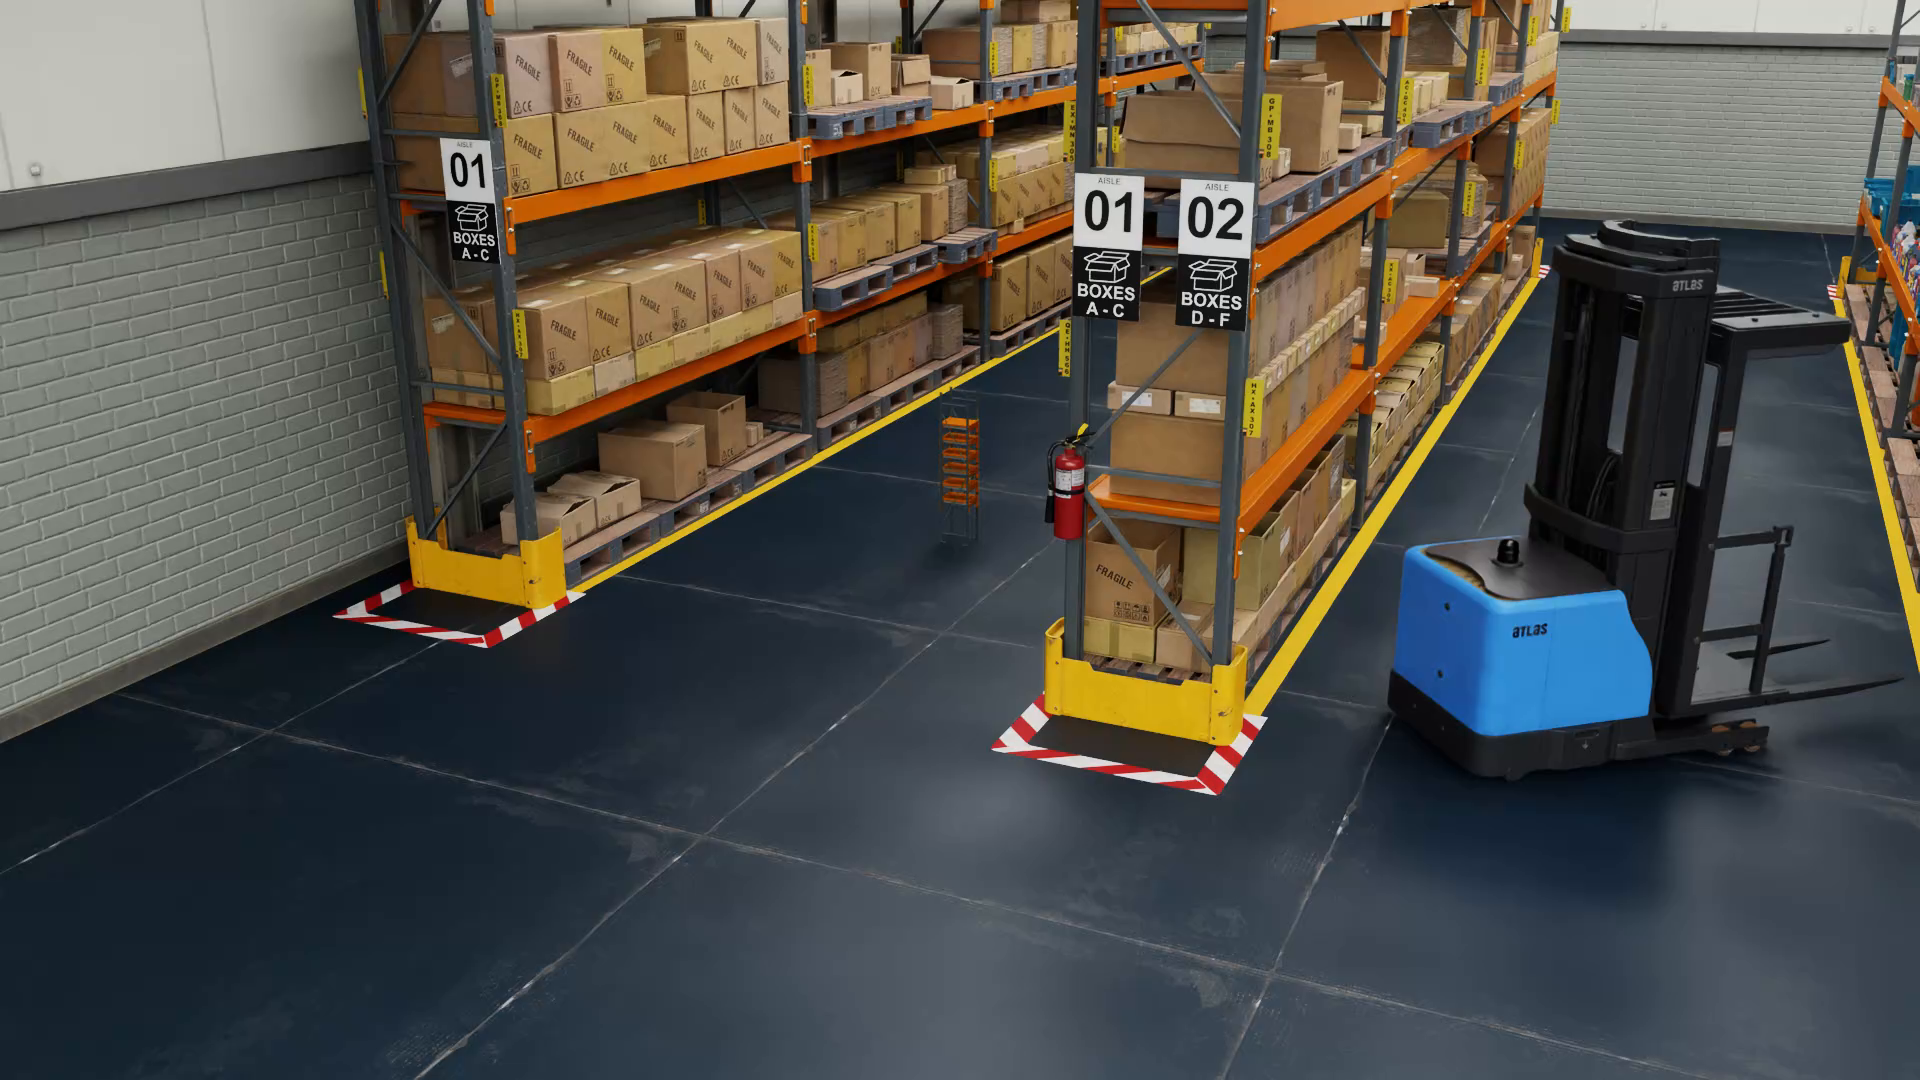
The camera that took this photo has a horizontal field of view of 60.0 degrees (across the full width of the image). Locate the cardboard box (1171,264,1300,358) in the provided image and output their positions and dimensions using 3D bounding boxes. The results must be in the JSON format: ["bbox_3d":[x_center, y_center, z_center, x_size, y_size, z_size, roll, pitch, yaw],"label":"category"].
[{"bbox_3d":[1.743,-1.486,10.585,0.700,0.500,0.500,9,21,23],"label":"cardboard box"}]

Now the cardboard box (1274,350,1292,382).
[{"bbox_3d":[1.881,-1.114,10.506,0.380,0.149,0.250,8,21,21],"label":"cardboard box"}]

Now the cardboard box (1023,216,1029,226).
[{"bbox_3d":[0.590,-3.758,19.406,0.380,0.149,0.250,9,21,24],"label":"cardboard box"}]

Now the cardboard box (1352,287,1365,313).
[{"bbox_3d":[2.824,-1.818,12.486,0.380,0.149,0.250,9,21,23],"label":"cardboard box"}]

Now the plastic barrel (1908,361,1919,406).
[{"bbox_3d":[9.230,-1.482,15.745,0.421,0.512,0.421,0,20,0],"label":"plastic barrel"}]

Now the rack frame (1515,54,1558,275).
[{"bbox_3d":[7.654,-5.246,23.243,1.000,3.000,0.127,9,21,23],"label":"rack frame"}]

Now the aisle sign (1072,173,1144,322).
[{"bbox_3d":[0.807,-1.600,9.111,0.394,0.787,0.004,9,21,23],"label":"aisle sign"}]

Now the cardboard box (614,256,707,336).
[{"bbox_3d":[-2.320,-1.896,12.899,0.500,0.500,0.500,9,22,24],"label":"cardboard box"}]

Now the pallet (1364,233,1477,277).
[{"bbox_3d":[4.592,-2.927,17.008,1.213,0.211,1.003,9,21,23],"label":"pallet"}]

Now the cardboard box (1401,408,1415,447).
[{"bbox_3d":[3.761,-1.039,14.891,0.500,0.250,0.500,9,21,24],"label":"cardboard box"}]

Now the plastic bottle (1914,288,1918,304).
[{"bbox_3d":[8.736,-2.241,15.089,0.097,0.201,0.097,0,20,0],"label":"plastic bottle"}]

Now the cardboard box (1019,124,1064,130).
[{"bbox_3d":[1.069,-5.147,21.222,0.500,0.250,0.500,9,22,24],"label":"cardboard box"}]

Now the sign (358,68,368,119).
[{"bbox_3d":[-3.917,-2.946,10.978,0.100,0.325,0.005,9,21,23],"label":"sign"}]

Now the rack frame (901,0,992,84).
[{"bbox_3d":[-0.143,-6.305,17.269,1.000,3.000,0.127,9,21,23],"label":"rack frame"}]

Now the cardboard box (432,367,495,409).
[{"bbox_3d":[-3.404,-1.141,11.896,0.500,0.250,0.500,9,21,23],"label":"cardboard box"}]

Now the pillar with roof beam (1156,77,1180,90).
[{"bbox_3d":[7.377,-9.104,25.139,9.100,9.000,0.400,9,21,23],"label":"pillar with roof beam"}]

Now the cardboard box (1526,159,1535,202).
[{"bbox_3d":[7.094,-4.654,21.429,0.500,0.500,0.500,8,21,22],"label":"cardboard box"}]

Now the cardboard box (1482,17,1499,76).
[{"bbox_3d":[5.743,-5.584,18.793,0.600,0.600,0.600,6,21,18],"label":"cardboard box"}]

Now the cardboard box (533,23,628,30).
[{"bbox_3d":[-2.832,-3.610,12.497,0.500,0.500,0.500,9,21,23],"label":"cardboard box"}]

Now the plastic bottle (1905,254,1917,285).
[{"bbox_3d":[9.140,-2.596,15.966,0.061,0.283,0.133,9,21,23],"label":"plastic bottle"}]

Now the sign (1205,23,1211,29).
[{"bbox_3d":[3.623,-7.639,24.292,0.100,0.325,0.005,9,21,23],"label":"sign"}]

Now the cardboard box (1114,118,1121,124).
[{"bbox_3d":[2.646,-5.684,24.028,0.980,0.700,0.700,8,21,22],"label":"cardboard box"}]

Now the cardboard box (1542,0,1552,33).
[{"bbox_3d":[7.459,-7.018,22.108,0.700,0.500,0.500,9,21,23],"label":"cardboard box"}]

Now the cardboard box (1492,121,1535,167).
[{"bbox_3d":[6.888,-4.961,20.802,0.500,0.500,0.500,8,21,21],"label":"cardboard box"}]

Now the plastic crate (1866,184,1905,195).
[{"bbox_3d":[11.501,-4.283,20.695,0.416,0.233,0.300,9,21,23],"label":"plastic crate"}]

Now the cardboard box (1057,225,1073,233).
[{"bbox_3d":[1.348,-3.670,21.393,0.750,0.750,0.750,9,21,23],"label":"cardboard box"}]

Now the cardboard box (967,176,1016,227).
[{"bbox_3d":[0.290,-3.789,18.523,0.500,0.500,0.500,9,22,24],"label":"cardboard box"}]

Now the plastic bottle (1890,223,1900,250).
[{"bbox_3d":[9.994,-3.234,17.759,0.061,0.283,0.133,9,21,23],"label":"plastic bottle"}]

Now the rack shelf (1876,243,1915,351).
[{"bbox_3d":[9.715,-2.392,16.291,1.077,0.370,4.000,9,21,23],"label":"rack shelf"}]

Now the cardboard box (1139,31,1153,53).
[{"bbox_3d":[2.240,-6.618,22.072,0.500,0.250,0.500,8,21,22],"label":"cardboard box"}]

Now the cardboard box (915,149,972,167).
[{"bbox_3d":[-0.193,-4.203,18.568,0.500,0.250,0.500,9,22,24],"label":"cardboard box"}]

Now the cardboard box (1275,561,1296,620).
[{"bbox_3d":[1.931,0.303,11.116,0.500,0.250,0.500,9,21,23],"label":"cardboard box"}]

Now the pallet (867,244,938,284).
[{"bbox_3d":[-0.916,-2.778,16.589,1.003,0.211,1.213,9,21,23],"label":"pallet"}]

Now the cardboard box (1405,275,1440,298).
[{"bbox_3d":[4.262,-2.369,15.528,0.380,0.149,0.250,9,21,23],"label":"cardboard box"}]

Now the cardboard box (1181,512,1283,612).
[{"bbox_3d":[1.728,0.103,10.560,0.500,0.500,0.500,9,21,23],"label":"cardboard box"}]

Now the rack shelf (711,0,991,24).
[{"bbox_3d":[-0.962,-5.167,15.737,1.077,0.370,4.000,9,21,23],"label":"rack shelf"}]

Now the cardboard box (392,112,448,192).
[{"bbox_3d":[-3.479,-2.665,11.331,0.500,0.500,0.500,10,22,27],"label":"cardboard box"}]

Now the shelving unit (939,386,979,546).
[{"bbox_3d":[-0.006,-0.561,12.755,0.258,1.200,0.189,9,21,23],"label":"shelving unit"}]

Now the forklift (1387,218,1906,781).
[{"bbox_3d":[4.136,-0.314,9.478,3.031,2.935,1.130,-5,20,-15],"label":"forklift"}]

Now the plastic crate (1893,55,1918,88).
[{"bbox_3d":[11.295,-5.520,19.629,0.504,0.338,0.767,9,21,23],"label":"plastic crate"}]

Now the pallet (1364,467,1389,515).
[{"bbox_3d":[3.006,-0.494,14.043,1.003,0.211,1.213,9,21,23],"label":"pallet"}]

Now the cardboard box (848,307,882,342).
[{"bbox_3d":[-1.108,-2.161,16.523,0.500,0.250,0.500,8,21,21],"label":"cardboard box"}]

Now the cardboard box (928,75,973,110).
[{"bbox_3d":[-0.191,-4.602,17.060,0.500,0.311,0.500,9,21,23],"label":"cardboard box"}]

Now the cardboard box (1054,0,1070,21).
[{"bbox_3d":[1.015,-6.472,20.288,0.500,0.250,0.500,10,22,27],"label":"cardboard box"}]

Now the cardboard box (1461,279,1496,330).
[{"bbox_3d":[5.865,-2.712,19.193,0.500,0.500,0.500,9,21,23],"label":"cardboard box"}]

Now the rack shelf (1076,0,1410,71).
[{"bbox_3d":[1.921,-3.265,10.391,1.077,0.370,4.000,9,21,23],"label":"rack shelf"}]

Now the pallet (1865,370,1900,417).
[{"bbox_3d":[9.681,-1.424,16.658,1.003,0.211,1.213,9,21,23],"label":"pallet"}]

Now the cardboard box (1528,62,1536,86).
[{"bbox_3d":[6.650,-5.633,20.078,0.500,0.250,0.500,9,21,23],"label":"cardboard box"}]

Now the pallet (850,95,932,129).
[{"bbox_3d":[-1.009,-4.072,15.747,1.213,0.211,1.003,9,21,23],"label":"pallet"}]

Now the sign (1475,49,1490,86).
[{"bbox_3d":[4.881,-4.416,15.542,0.100,0.325,0.005,9,21,23],"label":"sign"}]

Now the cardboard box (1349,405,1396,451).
[{"bbox_3d":[3.346,-0.988,13.911,0.500,0.311,0.500,8,21,22],"label":"cardboard box"}]

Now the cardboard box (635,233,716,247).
[{"bbox_3d":[-2.379,-2.275,13.965,0.500,0.500,0.500,8,21,22],"label":"cardboard box"}]

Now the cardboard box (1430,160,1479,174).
[{"bbox_3d":[5.618,-4.154,19.396,0.700,0.500,0.500,2,20,4],"label":"cardboard box"}]

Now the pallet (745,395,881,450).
[{"bbox_3d":[-1.463,-1.180,15.973,1.003,0.211,1.213,9,21,23],"label":"pallet"}]

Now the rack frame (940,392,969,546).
[{"bbox_3d":[-0.043,-0.533,12.677,0.240,1.200,0.006,9,21,23],"label":"rack frame"}]

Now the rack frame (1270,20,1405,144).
[{"bbox_3d":[2.740,-4.404,11.922,1.000,3.000,0.127,9,21,23],"label":"rack frame"}]
